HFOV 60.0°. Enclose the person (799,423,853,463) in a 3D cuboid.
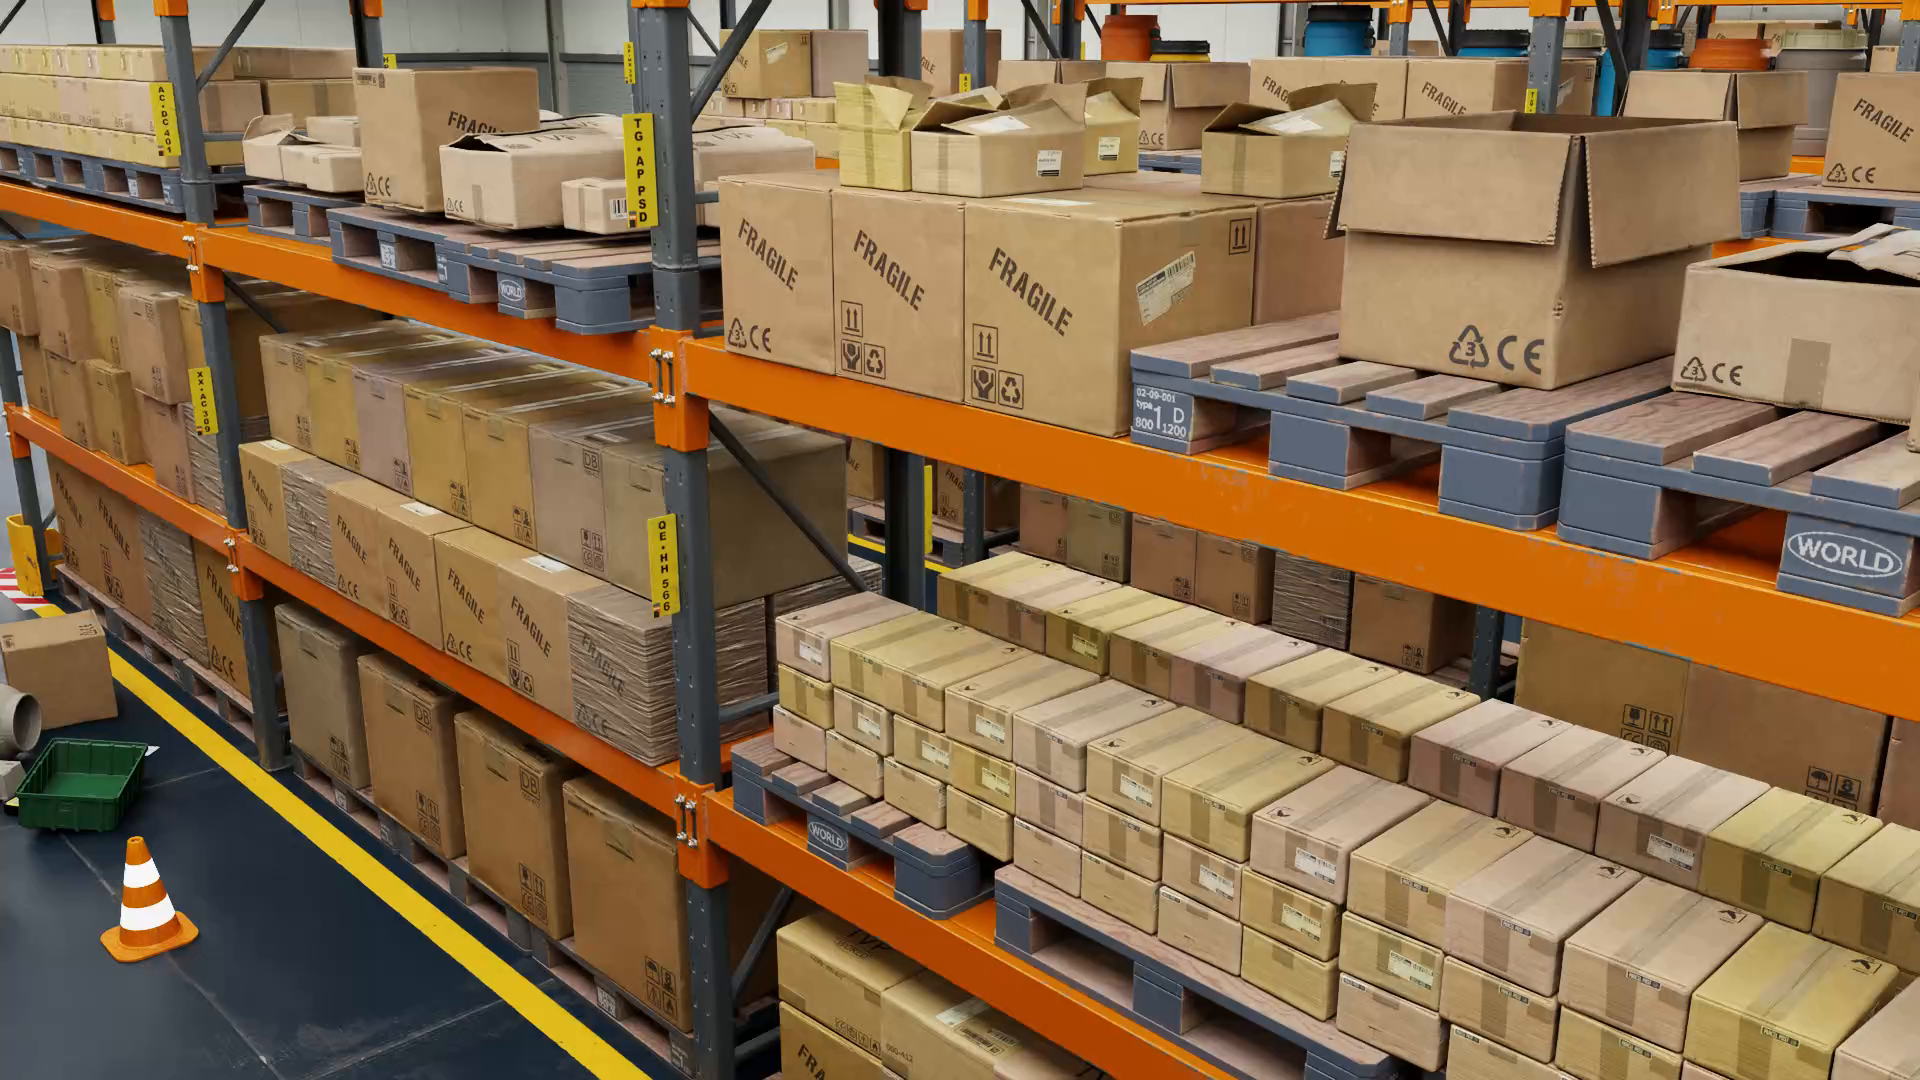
[{"bbox_3d":[-0.947,-0.023,9.808,0.530,1.678,0.563,-15,23,-41],"label":"person"}]
